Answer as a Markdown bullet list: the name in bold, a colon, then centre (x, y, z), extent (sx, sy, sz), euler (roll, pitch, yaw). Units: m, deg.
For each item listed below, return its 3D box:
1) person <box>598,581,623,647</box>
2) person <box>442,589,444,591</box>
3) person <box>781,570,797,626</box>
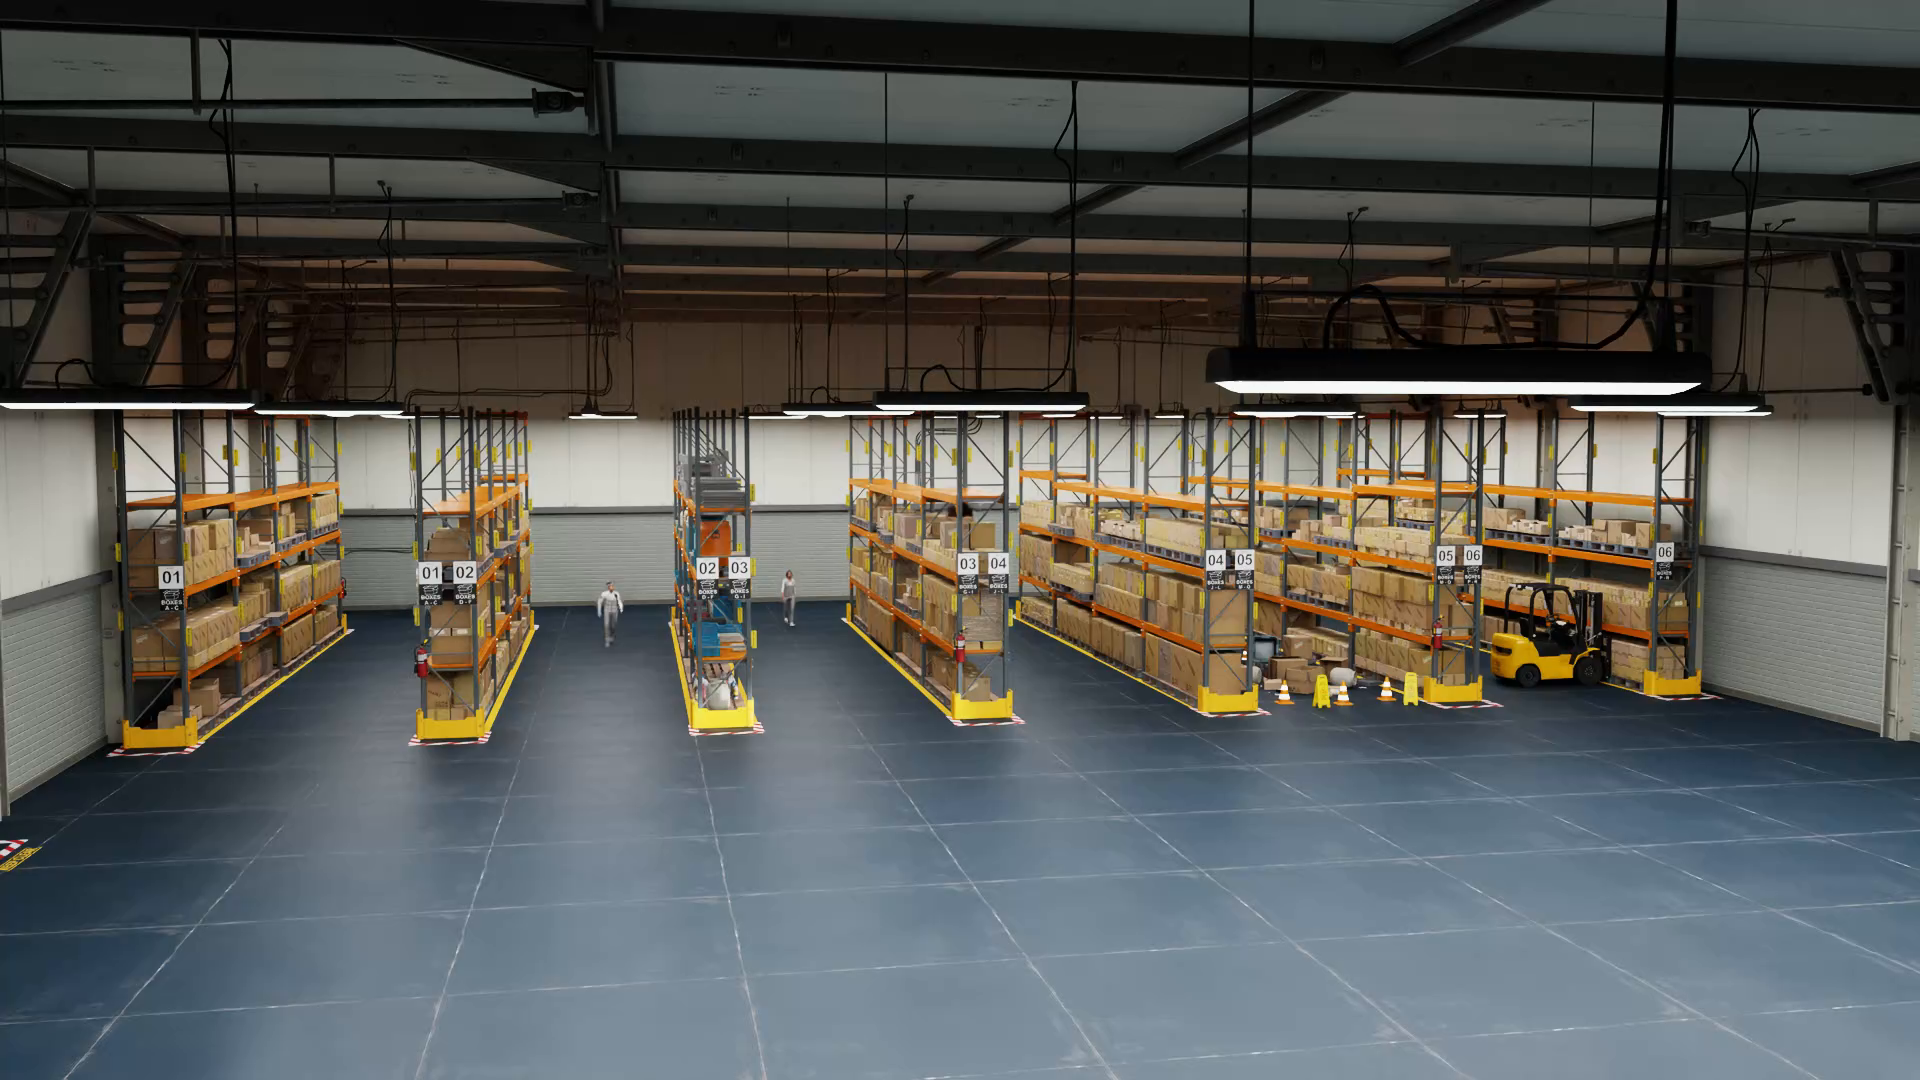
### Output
- **person**: centre (-8.980, 1.874, 42.712), extent (0.627, 1.671, 0.958), euler (-1, 4, -11)
- **person**: centre (-15.323, 1.392, 49.017), extent (0.518, 1.652, 0.493), euler (0, 4, -5)
- **person**: centre (-4.803, 1.630, 46.692), extent (0.440, 1.520, 0.829), euler (-1, 4, -10)
